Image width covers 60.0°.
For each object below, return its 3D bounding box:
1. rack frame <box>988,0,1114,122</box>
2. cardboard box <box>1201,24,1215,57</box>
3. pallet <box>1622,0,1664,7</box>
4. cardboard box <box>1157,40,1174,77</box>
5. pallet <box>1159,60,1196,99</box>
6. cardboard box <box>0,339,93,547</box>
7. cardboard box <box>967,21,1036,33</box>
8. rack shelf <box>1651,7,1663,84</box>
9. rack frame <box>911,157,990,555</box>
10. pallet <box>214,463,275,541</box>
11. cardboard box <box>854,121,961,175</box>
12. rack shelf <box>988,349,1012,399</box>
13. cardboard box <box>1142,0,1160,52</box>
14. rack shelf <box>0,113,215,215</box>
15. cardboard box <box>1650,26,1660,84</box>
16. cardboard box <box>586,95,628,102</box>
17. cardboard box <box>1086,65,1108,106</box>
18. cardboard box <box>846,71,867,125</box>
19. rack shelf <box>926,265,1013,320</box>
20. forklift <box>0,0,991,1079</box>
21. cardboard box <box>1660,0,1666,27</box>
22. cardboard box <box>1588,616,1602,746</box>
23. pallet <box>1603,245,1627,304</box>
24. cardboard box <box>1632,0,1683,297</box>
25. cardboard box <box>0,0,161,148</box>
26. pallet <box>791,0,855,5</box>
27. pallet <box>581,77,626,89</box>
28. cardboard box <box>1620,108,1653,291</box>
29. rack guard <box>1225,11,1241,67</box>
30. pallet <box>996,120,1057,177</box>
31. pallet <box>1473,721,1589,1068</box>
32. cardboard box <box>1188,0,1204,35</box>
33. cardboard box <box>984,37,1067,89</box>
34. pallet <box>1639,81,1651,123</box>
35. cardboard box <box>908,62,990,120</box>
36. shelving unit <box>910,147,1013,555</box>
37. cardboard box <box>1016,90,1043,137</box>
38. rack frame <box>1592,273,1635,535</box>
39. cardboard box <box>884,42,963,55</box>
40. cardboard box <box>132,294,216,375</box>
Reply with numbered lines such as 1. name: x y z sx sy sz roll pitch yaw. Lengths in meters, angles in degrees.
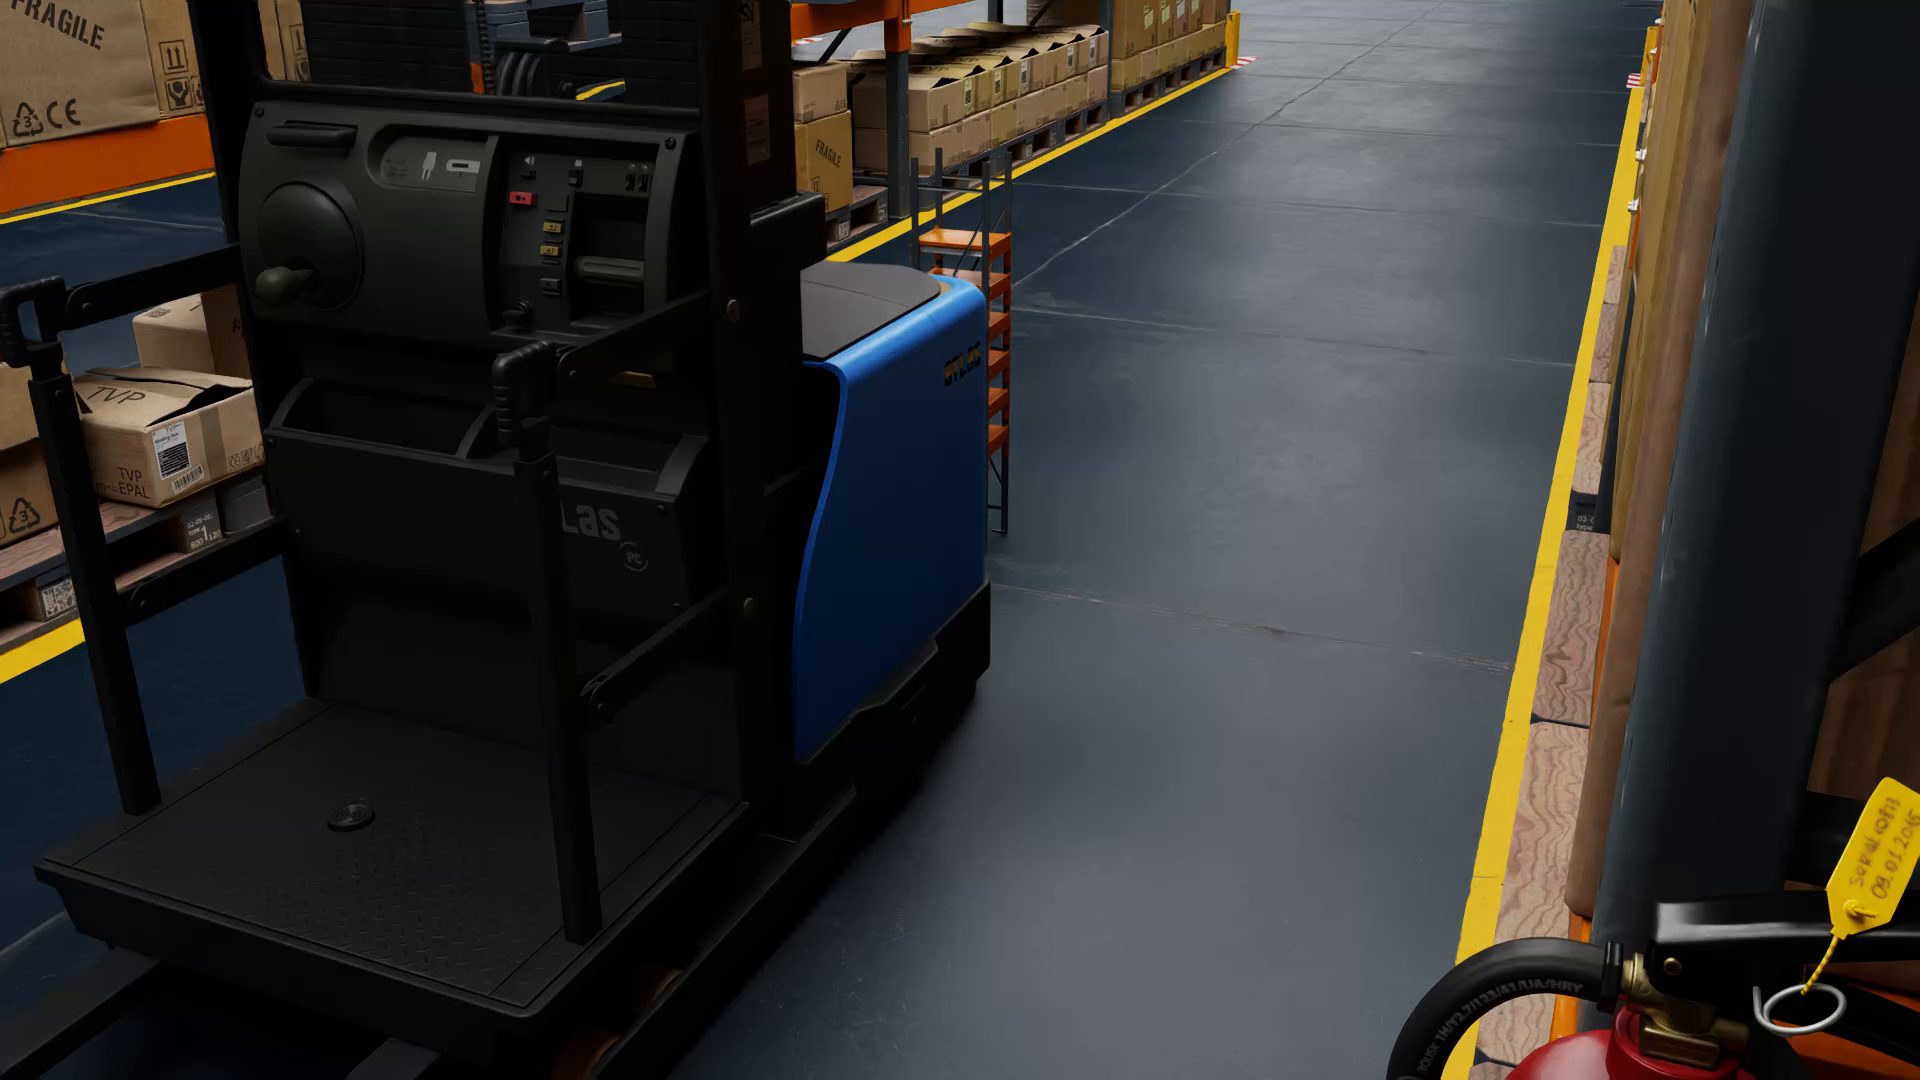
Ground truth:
1. rack frame: 0.705 -4.770 12.779 1.000 3.000 0.127 9 24 20
2. cardboard box: 2.092 -4.712 15.661 0.500 0.250 0.500 9 24 20
3. pallet: 3.986 -2.813 8.341 1.213 0.211 1.003 9 24 20
4. cardboard box: 1.540 -4.174 14.374 0.500 0.250 0.500 9 24 20
5. pallet: 1.491 -4.200 15.032 1.003 0.211 1.213 9 24 20
6. cardboard box: -2.959 -0.286 4.710 0.797 0.503 0.637 9 24 20
7. cardboard box: 0.321 -3.842 12.851 0.500 0.311 0.500 9 24 20
8. rack shelf: 4.563 -3.015 9.509 1.077 0.370 4.000 9 24 20
9. rack frame: -0.029 -0.526 4.953 0.240 1.200 0.006 9 24 20
10. pallet: -2.522 -0.375 5.874 1.003 0.211 1.213 9 24 20
11. cardboard box: -0.313 -2.409 10.149 0.500 0.250 0.500 9 24 20
12. rack shelf: 0.005 -0.518 5.048 0.258 0.103 0.180 9 24 20
13. cardboard box: 1.347 -4.343 13.804 0.500 0.500 0.500 9 24 20
14. rack shelf: -3.009 -0.860 4.350 1.077 0.370 4.000 9 24 20
15. cardboard box: 5.921 -3.849 13.246 0.700 0.500 0.500 7 24 17
16. cardboard box: -1.489 -1.799 7.365 0.500 0.250 0.500 9 24 20
17. cardboard box: 0.821 -3.505 12.773 0.500 0.250 0.500 9 24 20
18. cardboard box: -0.814 -2.745 10.226 0.500 0.311 0.500 9 24 21
19. rack shelf: 0.005 -0.739 4.956 0.258 0.103 0.180 9 24 20
20. forklift: -0.971 -0.536 2.731 1.130 2.935 3.031 9 24 21
21. cardboard box: 3.204 -2.268 7.088 0.380 0.149 0.250 10 25 22
22. cardboard box: 1.772 0.192 3.596 0.700 0.500 0.500 9 24 20
23. pallet: 3.458 -1.073 7.545 1.003 0.211 1.213 9 24 20
24. cardboard box: 1.581 -0.624 2.463 0.980 0.700 0.700 8 24 17
25. cardboard box: -2.592 -1.369 4.506 0.500 0.500 0.500 9 24 21
26. pallet: -0.967 -2.998 8.784 1.213 0.211 1.003 9 24 20
27. pallet: -3.604 -4.429 15.578 1.003 0.211 1.213 9 24 20
28. cardboard box: 3.094 -1.276 6.657 0.750 0.750 0.750 9 24 20
29. rack guard: 2.200 -5.057 16.708 1.175 0.500 0.348 9 24 20
30. pallet: 0.016 -2.776 11.623 1.003 0.211 1.213 9 24 20
31. pallet: 1.528 0.786 3.094 1.003 0.211 1.213 9 24 20
32. cardboard box: 1.911 -4.878 15.087 0.500 0.500 0.500 9 24 20
33. cardboard box: 0.446 -3.403 11.800 0.500 0.311 0.500 9 24 20
34. pallet: 5.974 -3.459 13.258 1.003 0.211 1.213 9 24 20
35. cardboard box: -0.126 -2.857 10.494 0.500 0.311 0.500 8 24 19
36. shelving unit: 0.005 -0.559 5.031 0.258 1.200 0.189 9 24 20
37. cardboard box: 0.251 -2.960 11.466 0.500 0.250 0.500 9 24 21
38. rack frame: 2.335 -1.200 4.230 1.000 3.000 0.127 9 24 20
39. cardboard box: -0.249 -3.292 11.533 0.500 0.311 0.500 9 24 22
40. cardboard box: -2.623 -0.751 6.073 0.500 0.311 0.500 9 24 20
